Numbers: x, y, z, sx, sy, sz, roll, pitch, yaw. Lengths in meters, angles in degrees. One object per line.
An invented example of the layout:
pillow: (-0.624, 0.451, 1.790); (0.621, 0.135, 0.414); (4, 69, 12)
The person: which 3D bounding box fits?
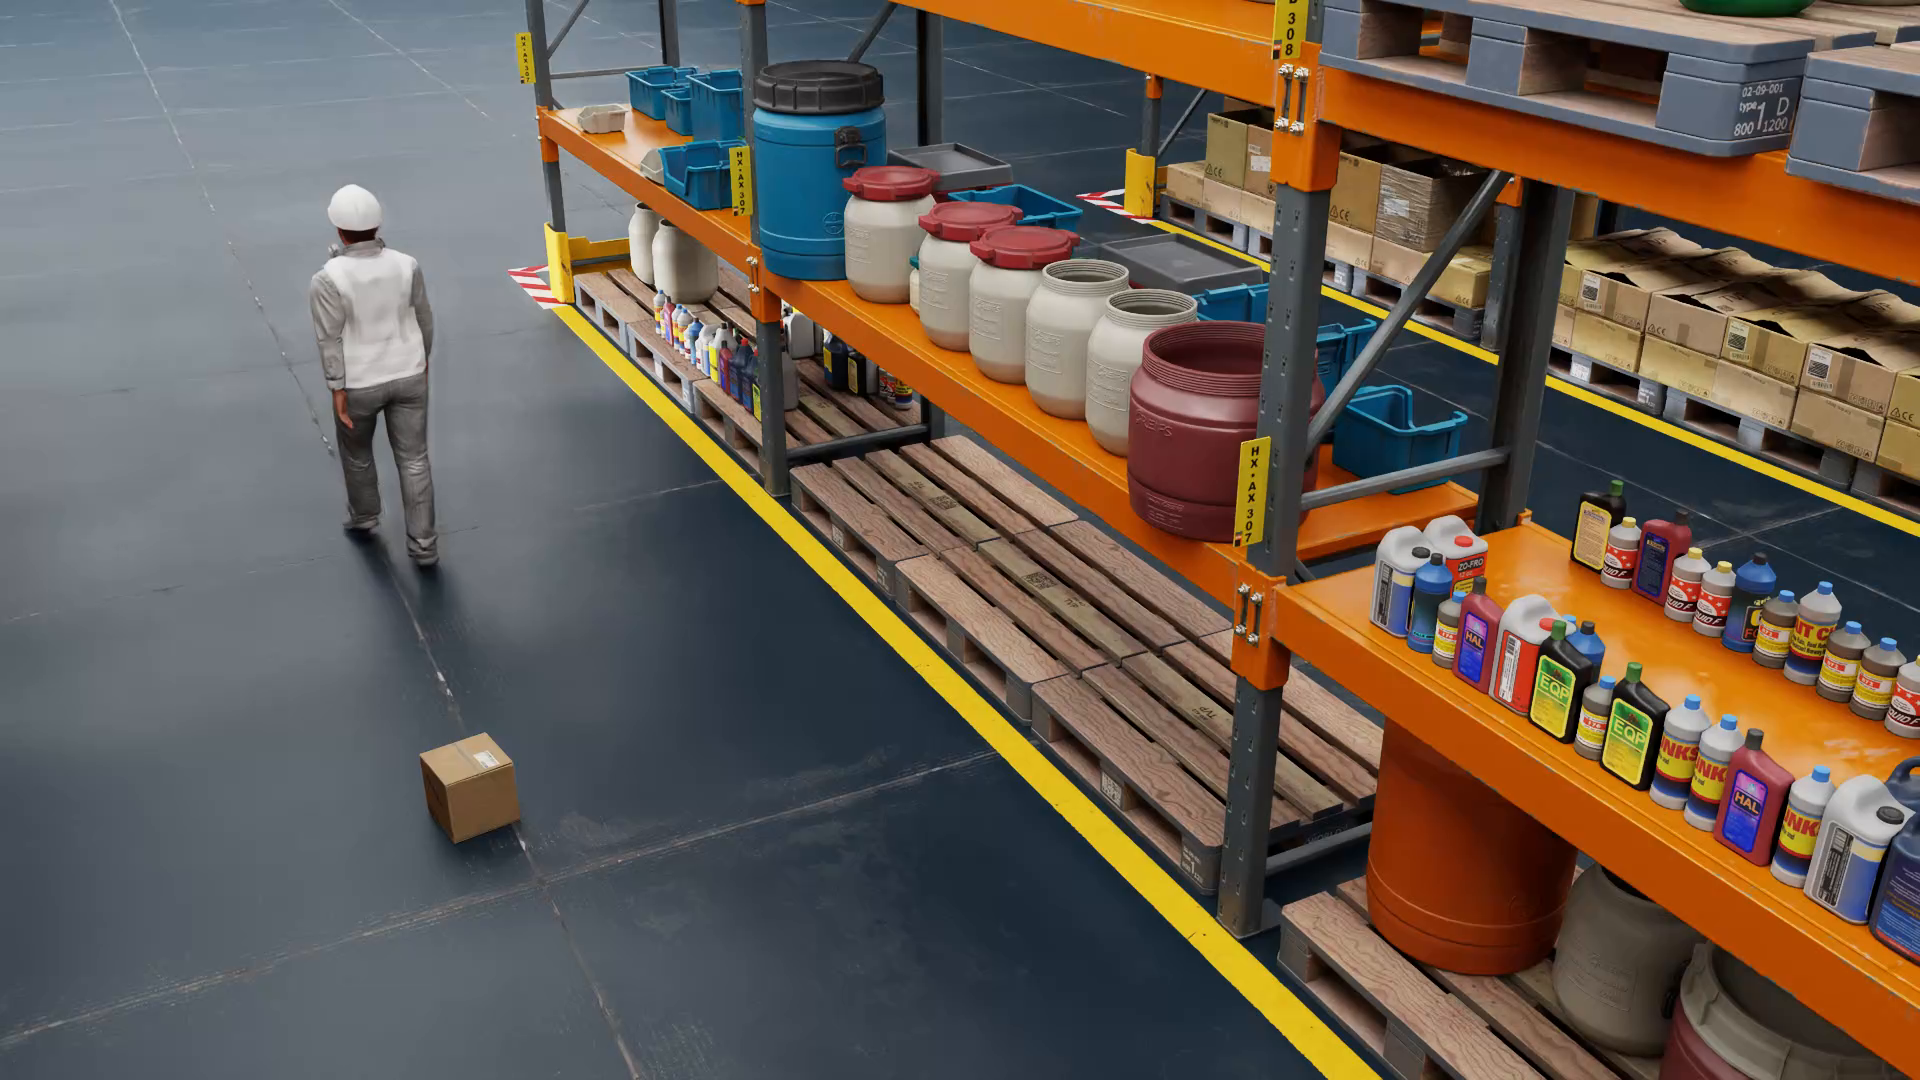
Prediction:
person: (-2.700, -0.779, 7.729); (0.550, 1.781, 0.863); (-16, 30, -30)
